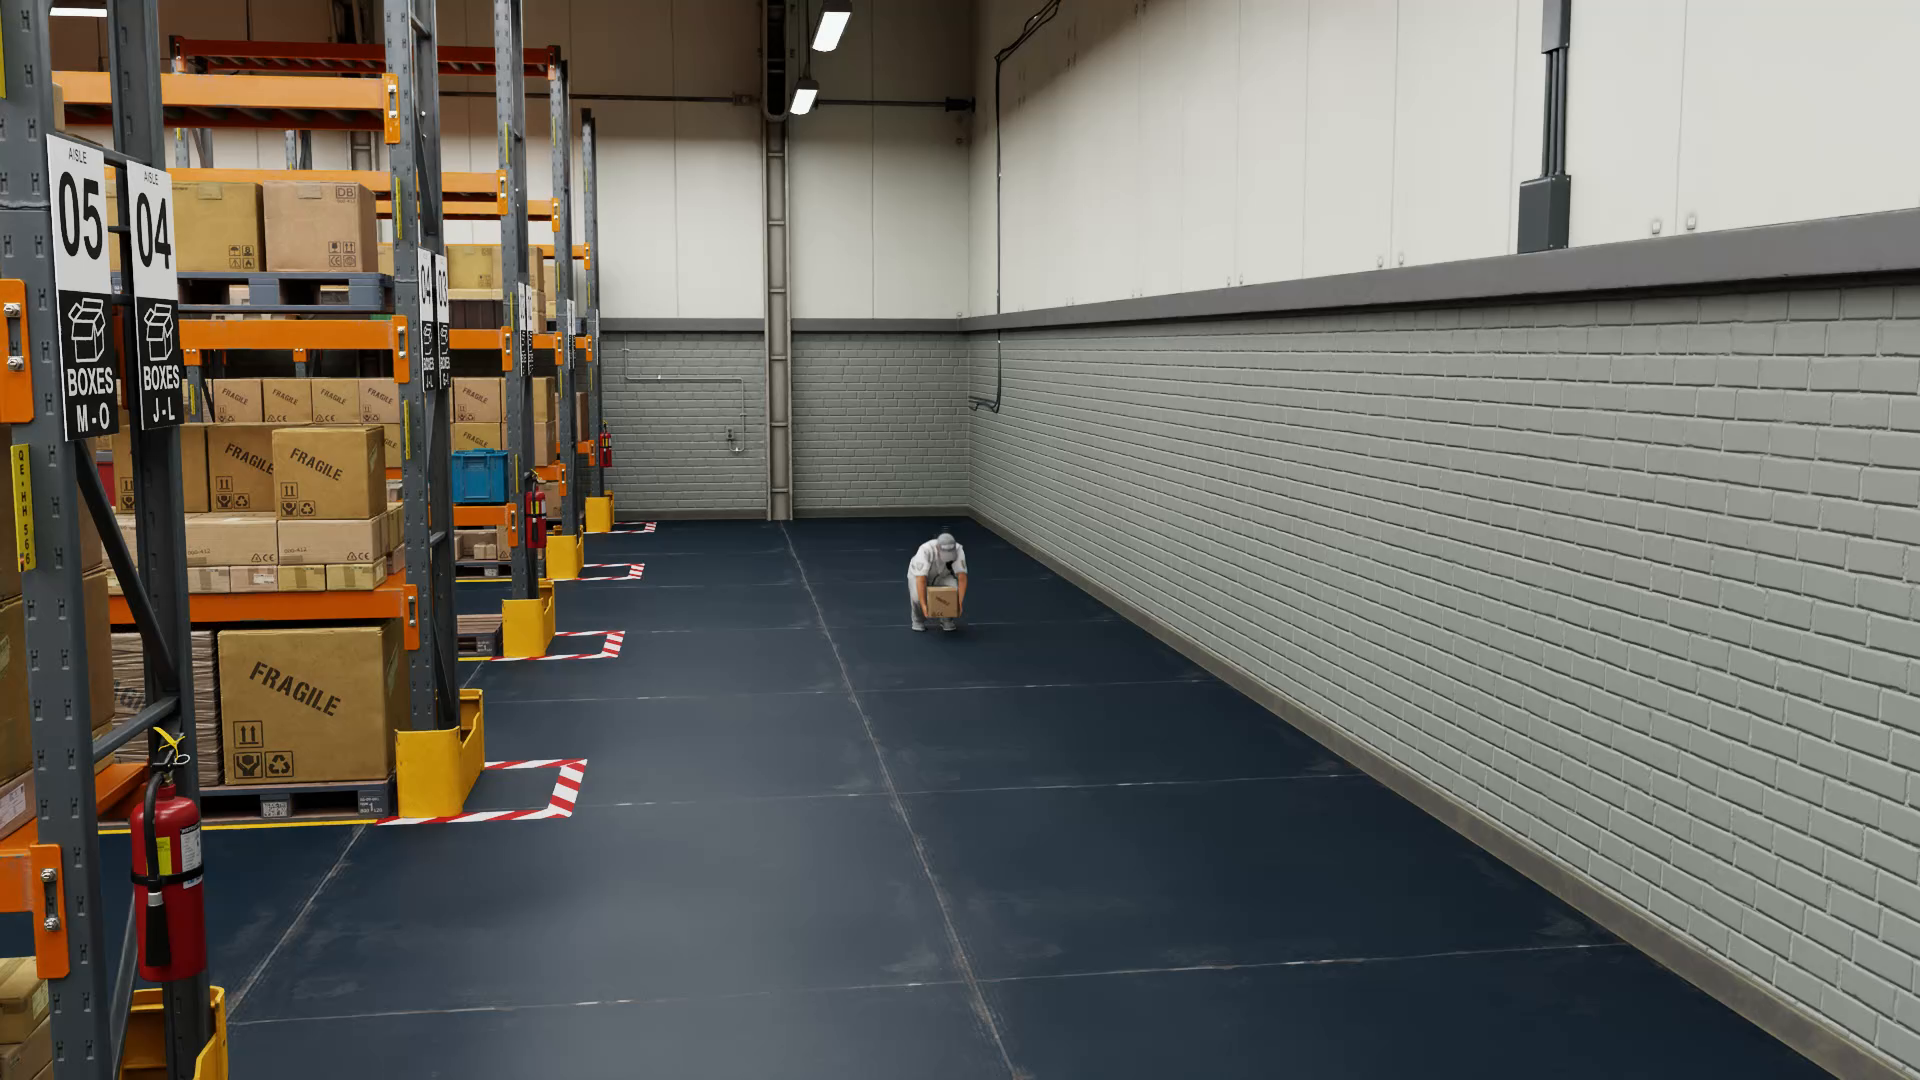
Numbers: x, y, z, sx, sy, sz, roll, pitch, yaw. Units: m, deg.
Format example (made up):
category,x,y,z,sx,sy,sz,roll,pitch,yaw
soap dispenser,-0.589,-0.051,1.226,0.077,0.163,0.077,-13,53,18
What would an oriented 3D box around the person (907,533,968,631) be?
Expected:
category,x,y,z,sx,sy,sz,roll,pitch,yaw
person,-0.218,0.381,15.640,0.528,0.960,0.848,-1,7,-9
